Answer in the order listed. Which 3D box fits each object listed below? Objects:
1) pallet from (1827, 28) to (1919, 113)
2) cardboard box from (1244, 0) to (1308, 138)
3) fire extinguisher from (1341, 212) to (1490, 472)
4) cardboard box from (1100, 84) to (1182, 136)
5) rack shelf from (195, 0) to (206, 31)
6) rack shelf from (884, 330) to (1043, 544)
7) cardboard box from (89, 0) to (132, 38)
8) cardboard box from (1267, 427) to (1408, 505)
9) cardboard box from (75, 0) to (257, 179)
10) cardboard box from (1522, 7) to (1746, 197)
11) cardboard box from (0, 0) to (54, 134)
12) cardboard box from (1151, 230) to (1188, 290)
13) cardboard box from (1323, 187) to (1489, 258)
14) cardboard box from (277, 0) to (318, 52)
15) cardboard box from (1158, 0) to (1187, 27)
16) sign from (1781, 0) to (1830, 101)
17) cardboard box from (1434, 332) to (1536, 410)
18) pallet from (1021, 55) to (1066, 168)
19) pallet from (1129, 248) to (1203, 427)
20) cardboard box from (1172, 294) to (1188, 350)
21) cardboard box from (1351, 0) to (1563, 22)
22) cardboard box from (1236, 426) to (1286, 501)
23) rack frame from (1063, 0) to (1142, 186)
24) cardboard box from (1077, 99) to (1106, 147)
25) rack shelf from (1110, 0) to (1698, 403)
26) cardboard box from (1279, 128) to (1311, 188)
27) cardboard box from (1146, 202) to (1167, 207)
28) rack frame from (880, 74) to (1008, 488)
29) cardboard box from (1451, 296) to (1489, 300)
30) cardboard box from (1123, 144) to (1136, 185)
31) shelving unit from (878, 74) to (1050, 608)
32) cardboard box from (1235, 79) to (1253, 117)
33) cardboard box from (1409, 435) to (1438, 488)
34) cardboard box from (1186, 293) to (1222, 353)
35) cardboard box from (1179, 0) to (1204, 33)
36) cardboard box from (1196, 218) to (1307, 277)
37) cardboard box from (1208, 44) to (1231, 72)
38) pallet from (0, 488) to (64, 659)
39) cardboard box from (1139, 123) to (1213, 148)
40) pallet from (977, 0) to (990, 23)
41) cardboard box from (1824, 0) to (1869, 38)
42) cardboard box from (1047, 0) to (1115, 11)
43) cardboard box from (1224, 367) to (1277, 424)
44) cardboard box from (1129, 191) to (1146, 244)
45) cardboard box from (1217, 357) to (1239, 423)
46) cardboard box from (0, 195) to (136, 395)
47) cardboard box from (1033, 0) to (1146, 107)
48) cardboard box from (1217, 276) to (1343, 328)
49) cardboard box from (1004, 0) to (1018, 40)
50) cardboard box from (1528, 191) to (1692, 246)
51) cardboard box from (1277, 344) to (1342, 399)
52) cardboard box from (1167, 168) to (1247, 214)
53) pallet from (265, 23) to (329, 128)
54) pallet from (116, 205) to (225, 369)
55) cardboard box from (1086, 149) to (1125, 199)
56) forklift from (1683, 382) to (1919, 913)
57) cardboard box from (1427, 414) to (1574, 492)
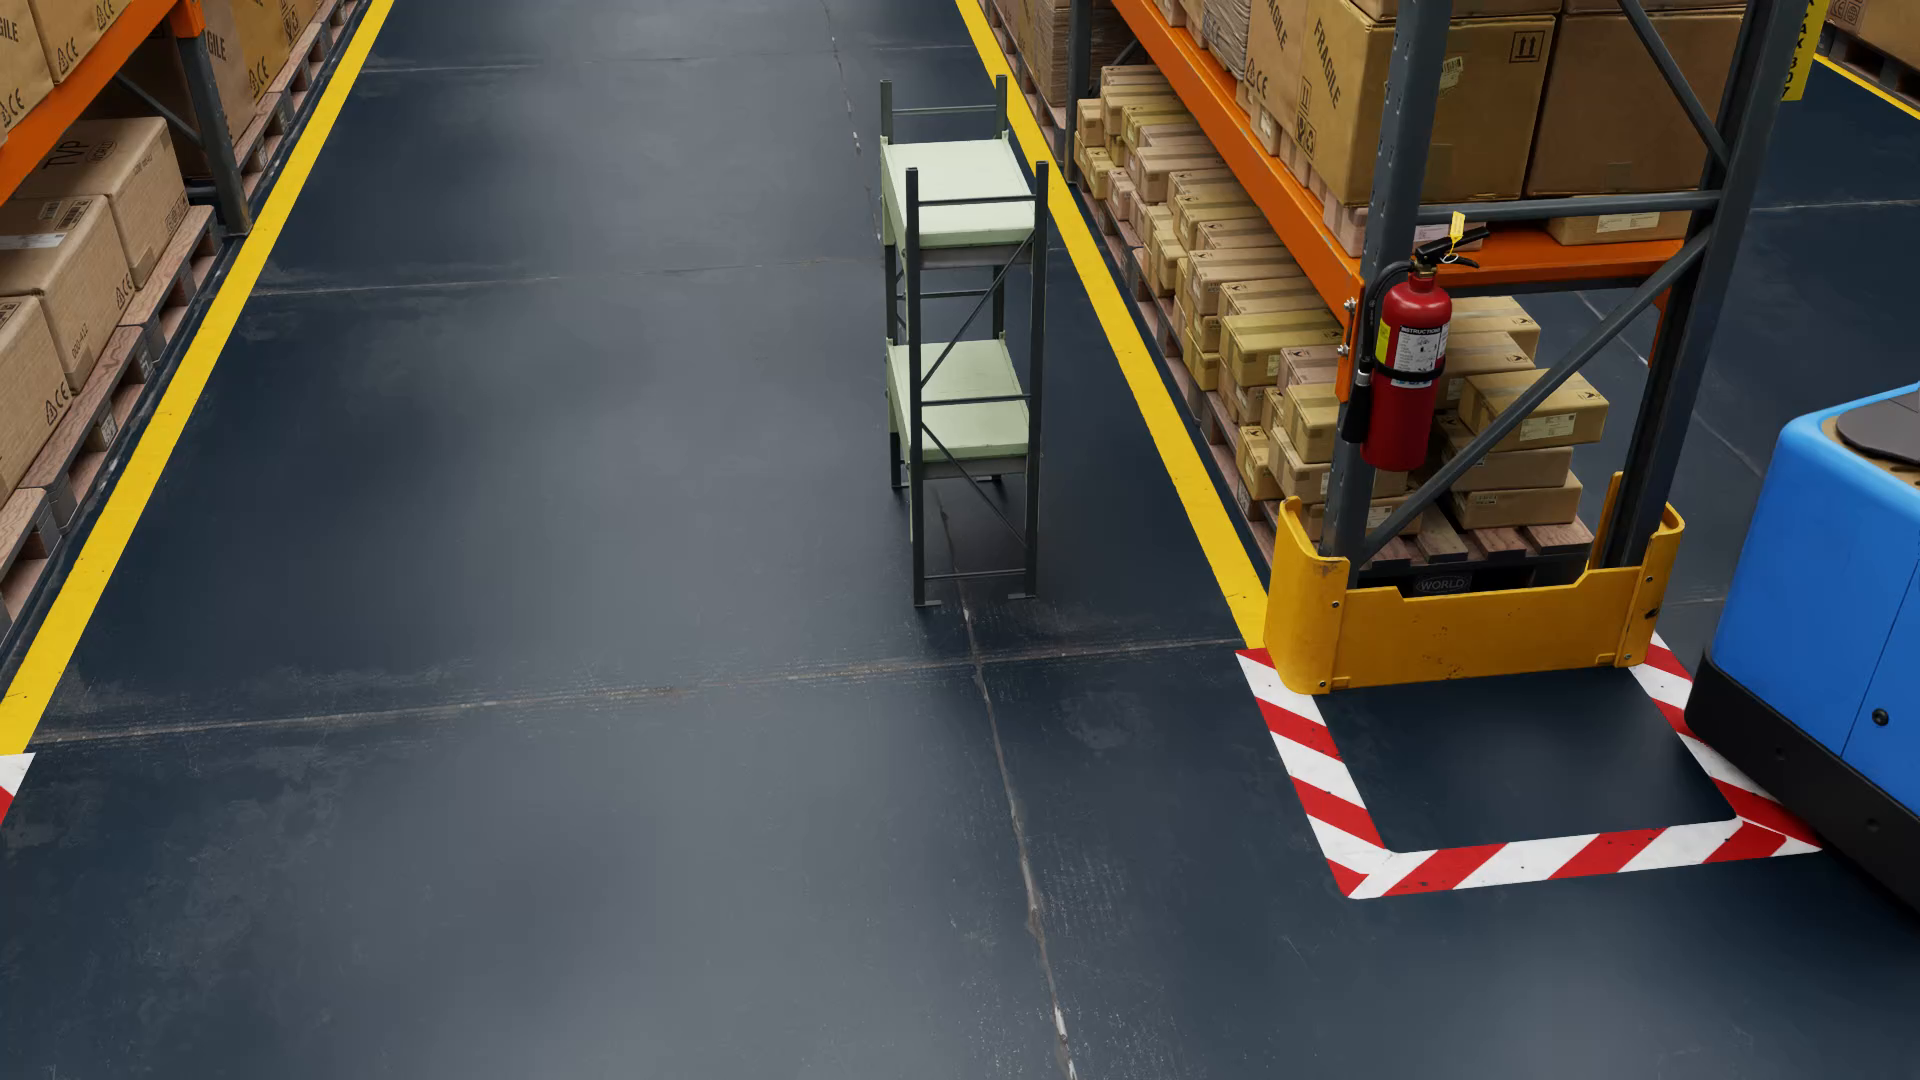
[{"bbox_3d":[5.780,-2.685,9.502,1.003,0.211,1.213,-4,35,-6],"label":"pallet"},{"bbox_3d":[1.188,-1.544,4.999,0.500,0.500,0.500,-5,35,-7],"label":"cardboard box"},{"bbox_3d":[1.144,-0.499,4.219,0.296,0.674,0.183,-4,35,-6],"label":"fire extinguisher"},{"bbox_3d":[0.849,-1.968,7.605,0.380,0.149,0.250,-3,34,-4],"label":"cardboard box"},{"bbox_3d":[-4.131,-3.480,8.832,1.077,0.370,4.000,-4,35,-6],"label":"rack shelf"},{"bbox_3d":[-0.001,-0.354,5.517,0.431,0.370,0.720,-4,35,-6],"label":"rack shelf"},{"bbox_3d":[-3.471,-2.177,6.192,0.500,0.500,0.500,-5,35,-8],"label":"cardboard box"},{"bbox_3d":[1.214,-0.252,5.351,0.380,0.149,0.250,-5,35,-8],"label":"cardboard box"},{"bbox_3d":[-4.024,-2.297,7.971,0.875,0.875,0.875,-3,34,-5],"label":"cardboard box"},{"bbox_3d":[1.781,-1.297,4.636,0.500,0.500,0.500,-3,34,-4],"label":"cardboard box"},{"bbox_3d":[-3.334,-1.604,5.351,0.500,0.500,0.500,-3,34,-5],"label":"cardboard box"},{"bbox_3d":[0.979,-1.126,6.633,0.380,0.149,0.250,-4,34,-6],"label":"cardboard box"},{"bbox_3d":[1.244,-0.918,4.656,0.380,0.149,0.250,-4,35,-6],"label":"cardboard box"},{"bbox_3d":[-4.273,-3.300,9.442,0.875,0.875,0.875,-4,34,-6],"label":"cardboard box"},{"bbox_3d":[0.969,-2.075,6.354,0.380,0.149,0.250,-3,34,-4],"label":"cardboard box"},{"bbox_3d":[2.106,-1.260,4.166,0.100,0.325,0.005,-4,35,-6],"label":"sign"},{"bbox_3d":[1.678,-0.565,5.546,0.380,0.149,0.250,-4,34,-6],"label":"cardboard box"},{"bbox_3d":[0.924,-2.375,9.048,1.003,0.211,1.213,-4,35,-6],"label":"pallet"},{"bbox_3d":[1.323,-0.886,6.863,1.003,0.211,1.213,-4,35,-6],"label":"pallet"},{"bbox_3d":[1.046,-0.852,6.496,0.380,0.149,0.250,-4,34,-5],"label":"cardboard box"},{"bbox_3d":[1.260,-1.675,4.303,0.500,0.500,0.500,-5,35,-7],"label":"cardboard box"},{"bbox_3d":[1.155,-0.270,5.641,0.380,0.149,0.250,-3,34,-5],"label":"cardboard box"},{"bbox_3d":[1.030,-3.093,7.625,1.000,3.000,0.127,-4,35,-6],"label":"rack frame"},{"bbox_3d":[0.762,-1.985,7.893,0.380,0.149,0.250,-3,34,-4],"label":"cardboard box"},{"bbox_3d":[1.299,-1.680,6.190,1.077,0.370,4.000,-4,35,-6],"label":"rack shelf"},{"bbox_3d":[1.199,-1.198,5.067,0.380,0.149,0.250,-5,35,-7],"label":"cardboard box"},{"bbox_3d":[1.000,-1.411,7.051,0.380,0.149,0.250,-3,34,-4],"label":"cardboard box"},{"bbox_3d":[-0.050,-0.828,5.633,0.400,1.500,0.023,-4,35,-6],"label":"rack frame"},{"bbox_3d":[1.655,-0.847,5.960,0.380,0.149,0.250,-6,35,-9],"label":"cardboard box"},{"bbox_3d":[0.953,-1.717,7.501,0.380,0.149,0.250,-5,35,-7],"label":"cardboard box"},{"bbox_3d":[-0.001,-0.623,5.333,0.431,1.500,0.755,-4,35,-6],"label":"shelving unit"},{"bbox_3d":[1.135,-1.488,5.493,0.380,0.149,0.250,-6,35,-8],"label":"cardboard box"},{"bbox_3d":[1.698,-0.313,5.704,0.380,0.149,0.250,-5,35,-7],"label":"cardboard box"},{"bbox_3d":[1.060,-0.830,6.199,0.380,0.149,0.250,-4,34,-6],"label":"cardboard box"},{"bbox_3d":[1.054,-2.105,5.823,0.500,0.500,0.500,-3,34,-4],"label":"cardboard box"},{"bbox_3d":[1.119,-1.108,6.343,0.380,0.149,0.250,-5,35,-8],"label":"cardboard box"},{"bbox_3d":[1.106,-1.790,5.936,0.380,0.149,0.250,-4,34,-6],"label":"cardboard box"},{"bbox_3d":[-3.509,0.283,5.148,1.003,0.211,1.213,-4,35,-6],"label":"pallet"},{"bbox_3d":[0.990,-1.687,7.192,0.380,0.149,0.250,-5,35,-8],"label":"cardboard box"},{"bbox_3d":[0.596,-3.737,11.046,1.003,0.211,1.213,-4,35,-6],"label":"pallet"},{"bbox_3d":[5.731,-3.562,9.827,1.225,0.875,0.875,-6,35,-8],"label":"cardboard box"},{"bbox_3d":[0.679,-2.940,8.581,0.500,0.250,0.500,-5,35,-8],"label":"cardboard box"},{"bbox_3d":[1.142,-0.542,5.776,0.380,0.149,0.250,-6,35,-8],"label":"cardboard box"},{"bbox_3d":[0.965,-1.440,7.358,0.380,0.149,0.250,-5,35,-7],"label":"cardboard box"},{"bbox_3d":[1.159,-0.561,6.068,0.380,0.149,0.250,-4,34,-6],"label":"cardboard box"},{"bbox_3d":[-3.762,-0.918,6.336,0.875,0.438,0.875,-5,35,-8],"label":"cardboard box"},{"bbox_3d":[0.681,-2.628,8.789,0.500,0.500,0.500,-5,35,-7],"label":"cardboard box"},{"bbox_3d":[1.136,-0.807,5.901,0.380,0.149,0.250,-6,35,-8],"label":"cardboard box"},{"bbox_3d":[0.547,-3.200,9.629,0.500,0.500,0.500,-5,35,-7],"label":"cardboard box"},{"bbox_3d":[1.849,-0.963,4.722,0.380,0.149,0.250,-5,35,-7],"label":"cardboard box"},{"bbox_3d":[1.269,-0.523,5.484,0.380,0.149,0.250,-4,34,-5],"label":"cardboard box"},{"bbox_3d":[1.062,-1.393,6.761,0.380,0.149,0.250,-6,35,-8],"label":"cardboard box"},{"bbox_3d":[-4.207,-2.617,9.402,1.003,0.211,1.213,-4,35,-6],"label":"pallet"},{"bbox_3d":[-3.837,-1.079,7.146,1.003,0.211,1.213,-4,35,-6],"label":"pallet"},{"bbox_3d":[0.796,-1.712,7.758,0.380,0.149,0.250,-3,34,-5],"label":"cardboard box"},{"bbox_3d":[3.671,-0.736,4.228,3.031,2.935,1.130,-15,37,-20],"label":"forklift"},{"bbox_3d":[1.752,-0.291,5.408,0.380,0.149,0.250,-3,34,-4],"label":"cardboard box"}]
